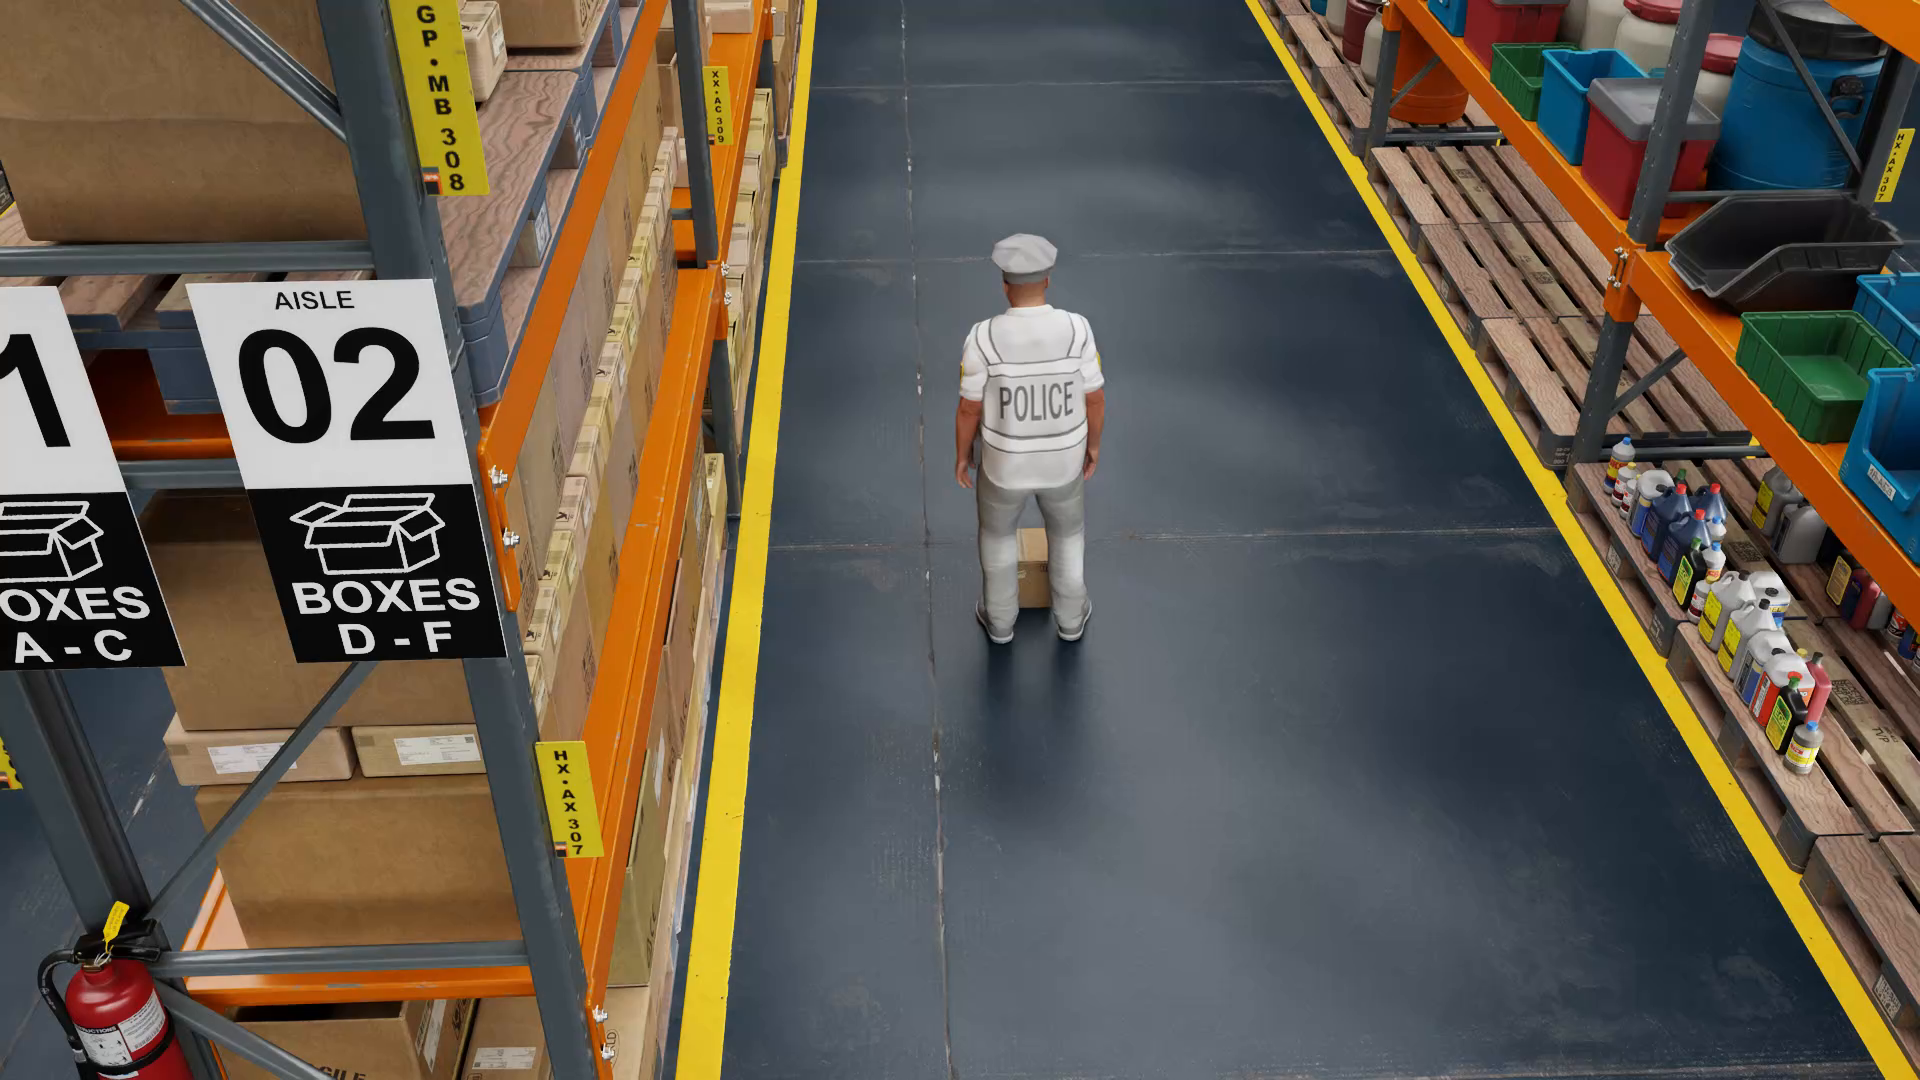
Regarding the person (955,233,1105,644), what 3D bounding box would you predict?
[{"bbox_3d":[0.281,-0.337,6.617,0.606,1.750,0.443,-3,35,-5],"label":"person"}]
